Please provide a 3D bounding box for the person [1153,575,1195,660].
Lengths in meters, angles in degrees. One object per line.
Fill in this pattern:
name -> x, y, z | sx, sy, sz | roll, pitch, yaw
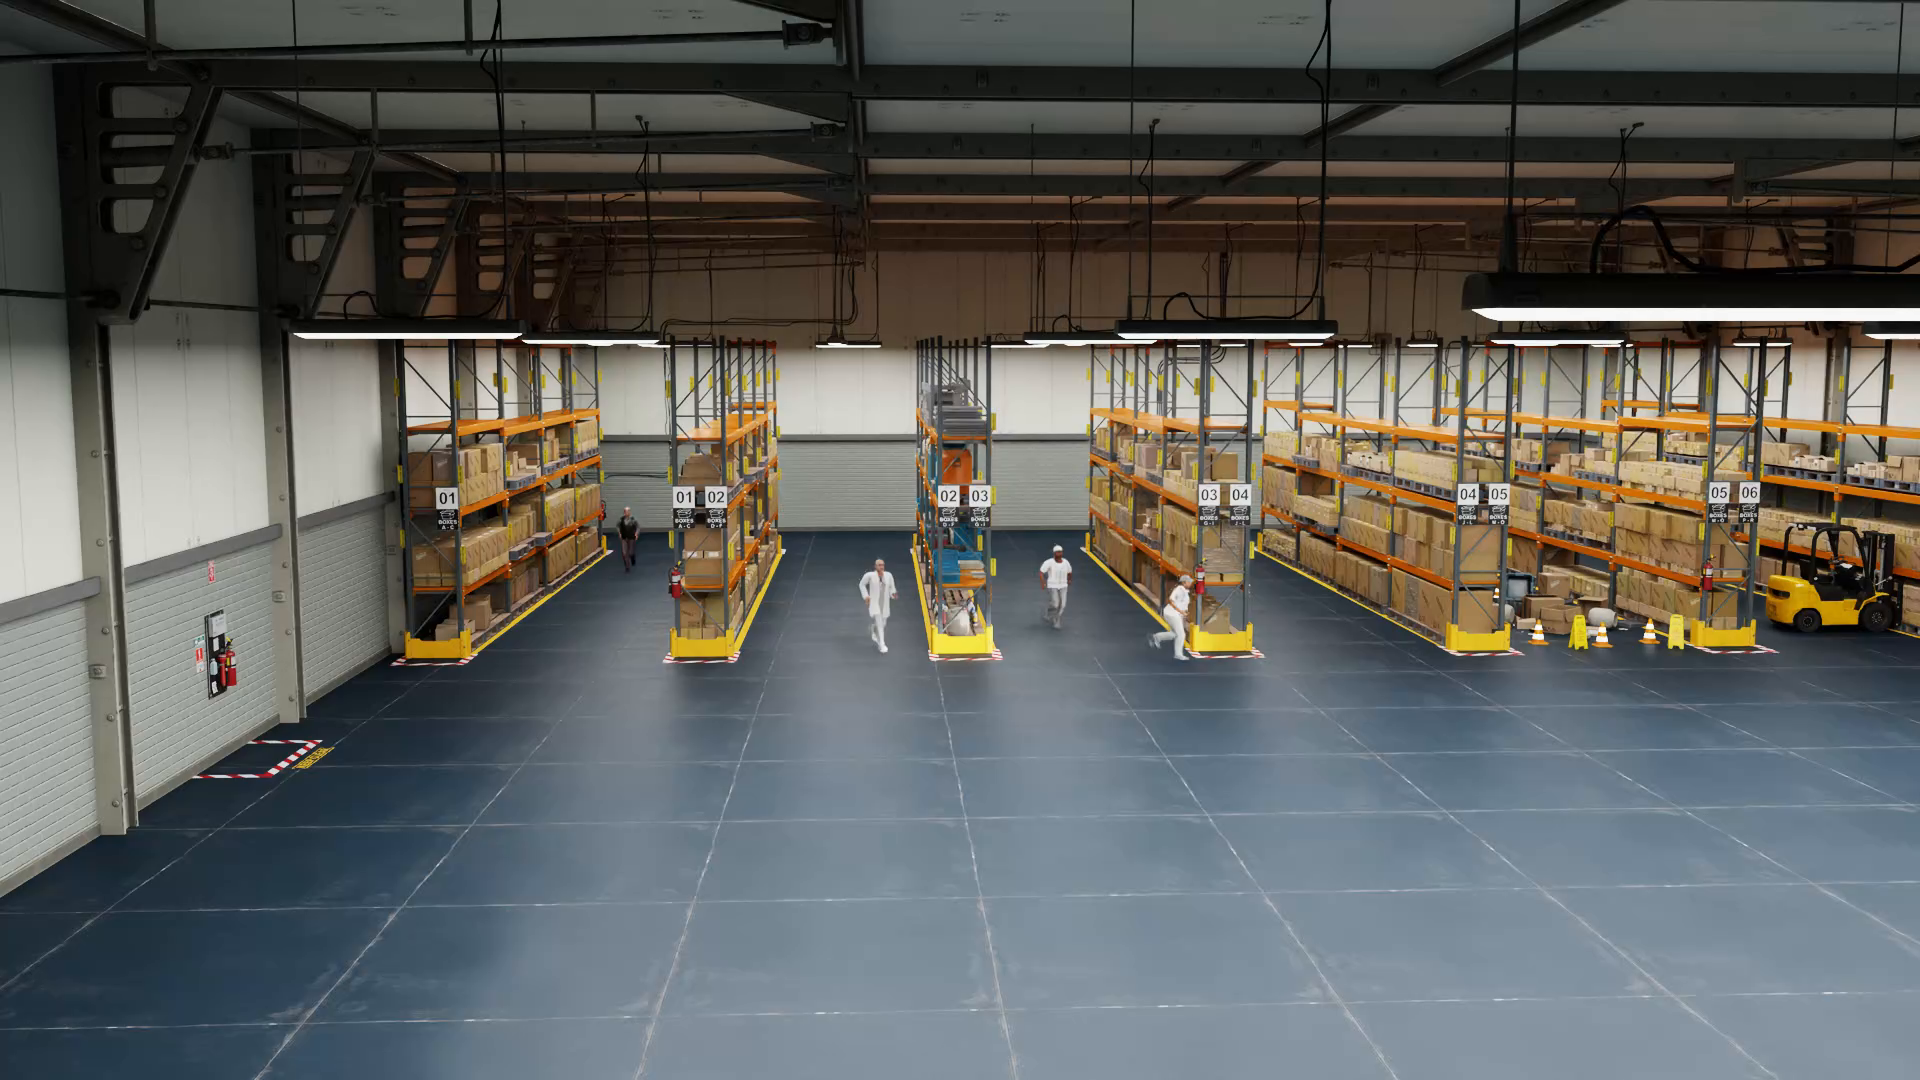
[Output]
person -> 3.967, 1.432, 30.978 | 0.826, 1.615, 0.579 | 4, 7, 29

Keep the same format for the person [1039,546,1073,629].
person -> 2.019, 0.970, 34.434 | 0.717, 1.717, 0.591 | -2, 7, -17

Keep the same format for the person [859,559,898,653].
person -> -1.587, 1.234, 31.959 | 0.692, 1.763, 0.919 | -3, 7, -24

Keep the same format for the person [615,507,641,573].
person -> -8.643, -0.015, 43.295 | 0.660, 1.684, 0.599 | 0, 7, -3
